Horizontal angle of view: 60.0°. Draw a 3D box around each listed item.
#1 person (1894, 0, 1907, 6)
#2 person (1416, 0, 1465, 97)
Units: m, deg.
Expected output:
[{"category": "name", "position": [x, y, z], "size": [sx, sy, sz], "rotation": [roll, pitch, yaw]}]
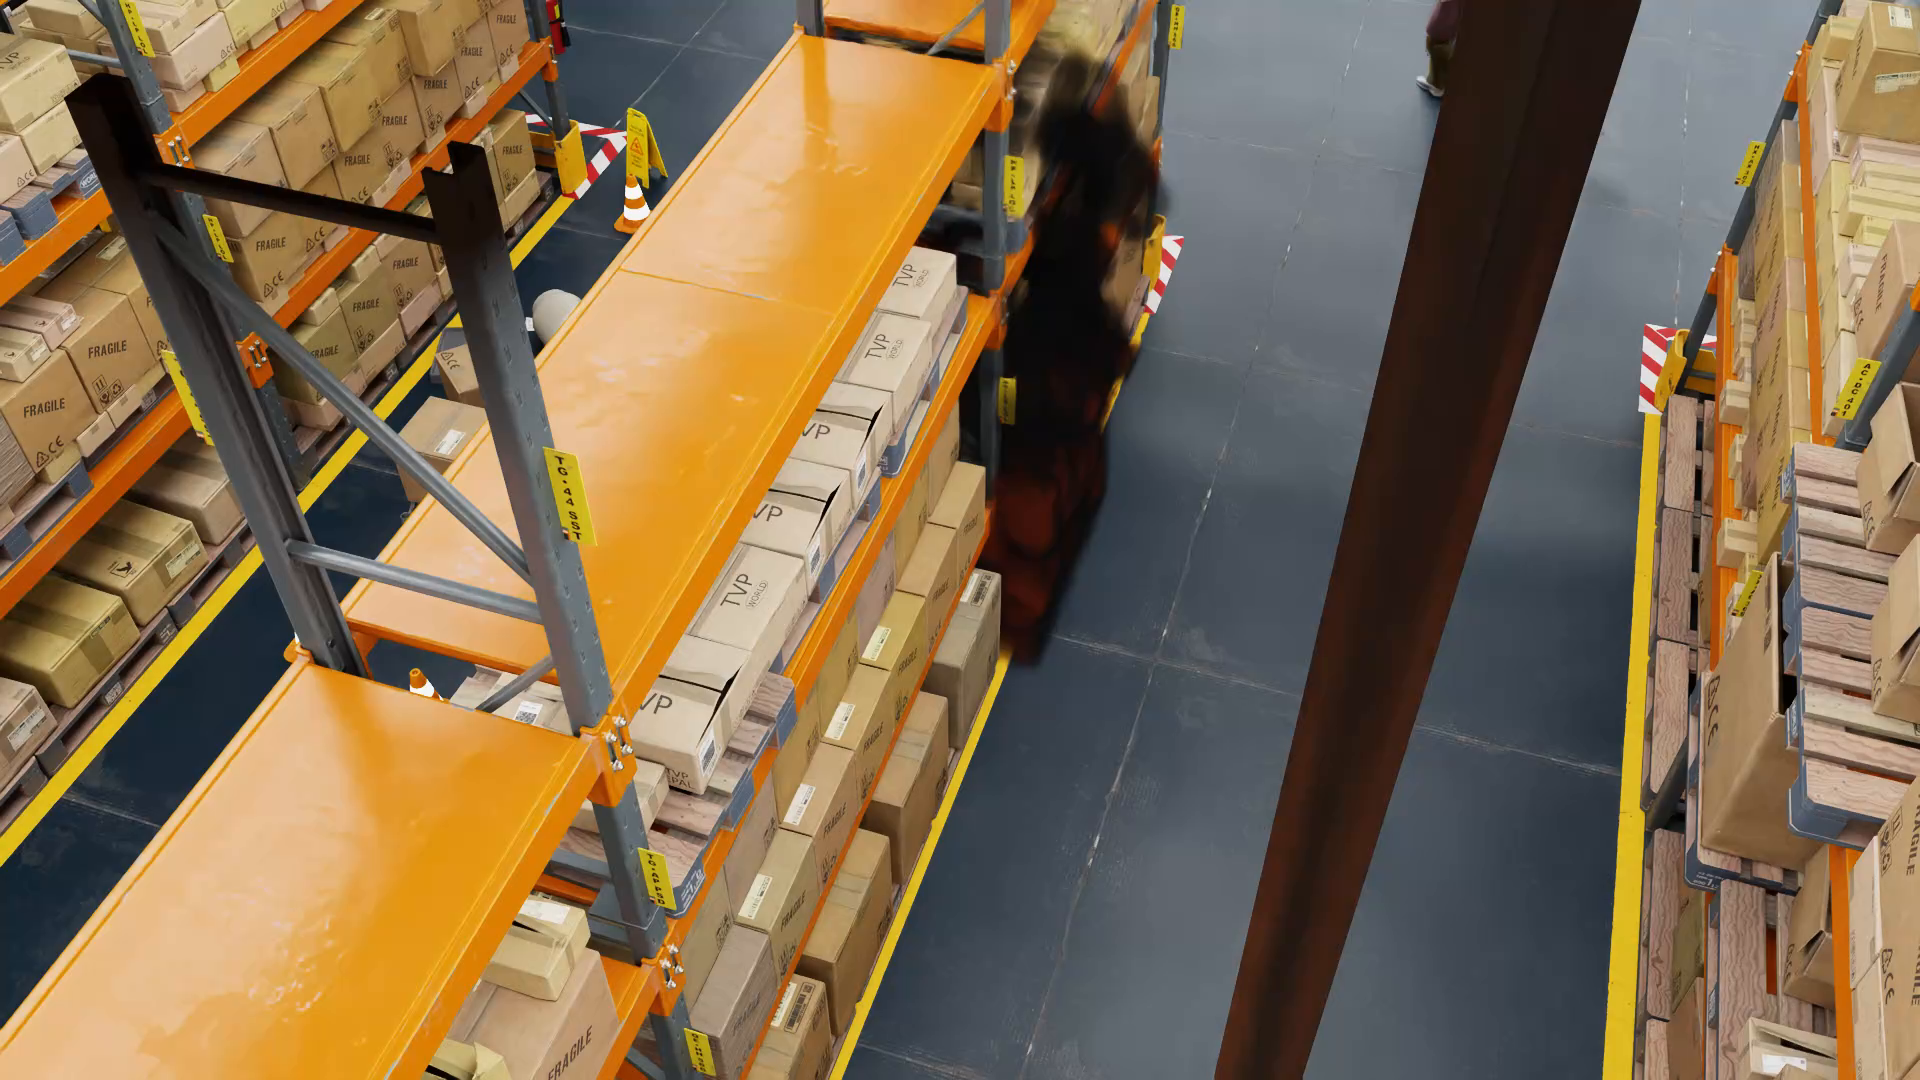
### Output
[{"category": "person", "position": [7.581, -4.028, 13.984], "size": [0.546, 1.604, 0.690], "rotation": [-29, 52, -25]}, {"category": "person", "position": [4.362, -4.593, 14.415], "size": [0.707, 1.761, 0.745], "rotation": [-22, 50, -20]}]
